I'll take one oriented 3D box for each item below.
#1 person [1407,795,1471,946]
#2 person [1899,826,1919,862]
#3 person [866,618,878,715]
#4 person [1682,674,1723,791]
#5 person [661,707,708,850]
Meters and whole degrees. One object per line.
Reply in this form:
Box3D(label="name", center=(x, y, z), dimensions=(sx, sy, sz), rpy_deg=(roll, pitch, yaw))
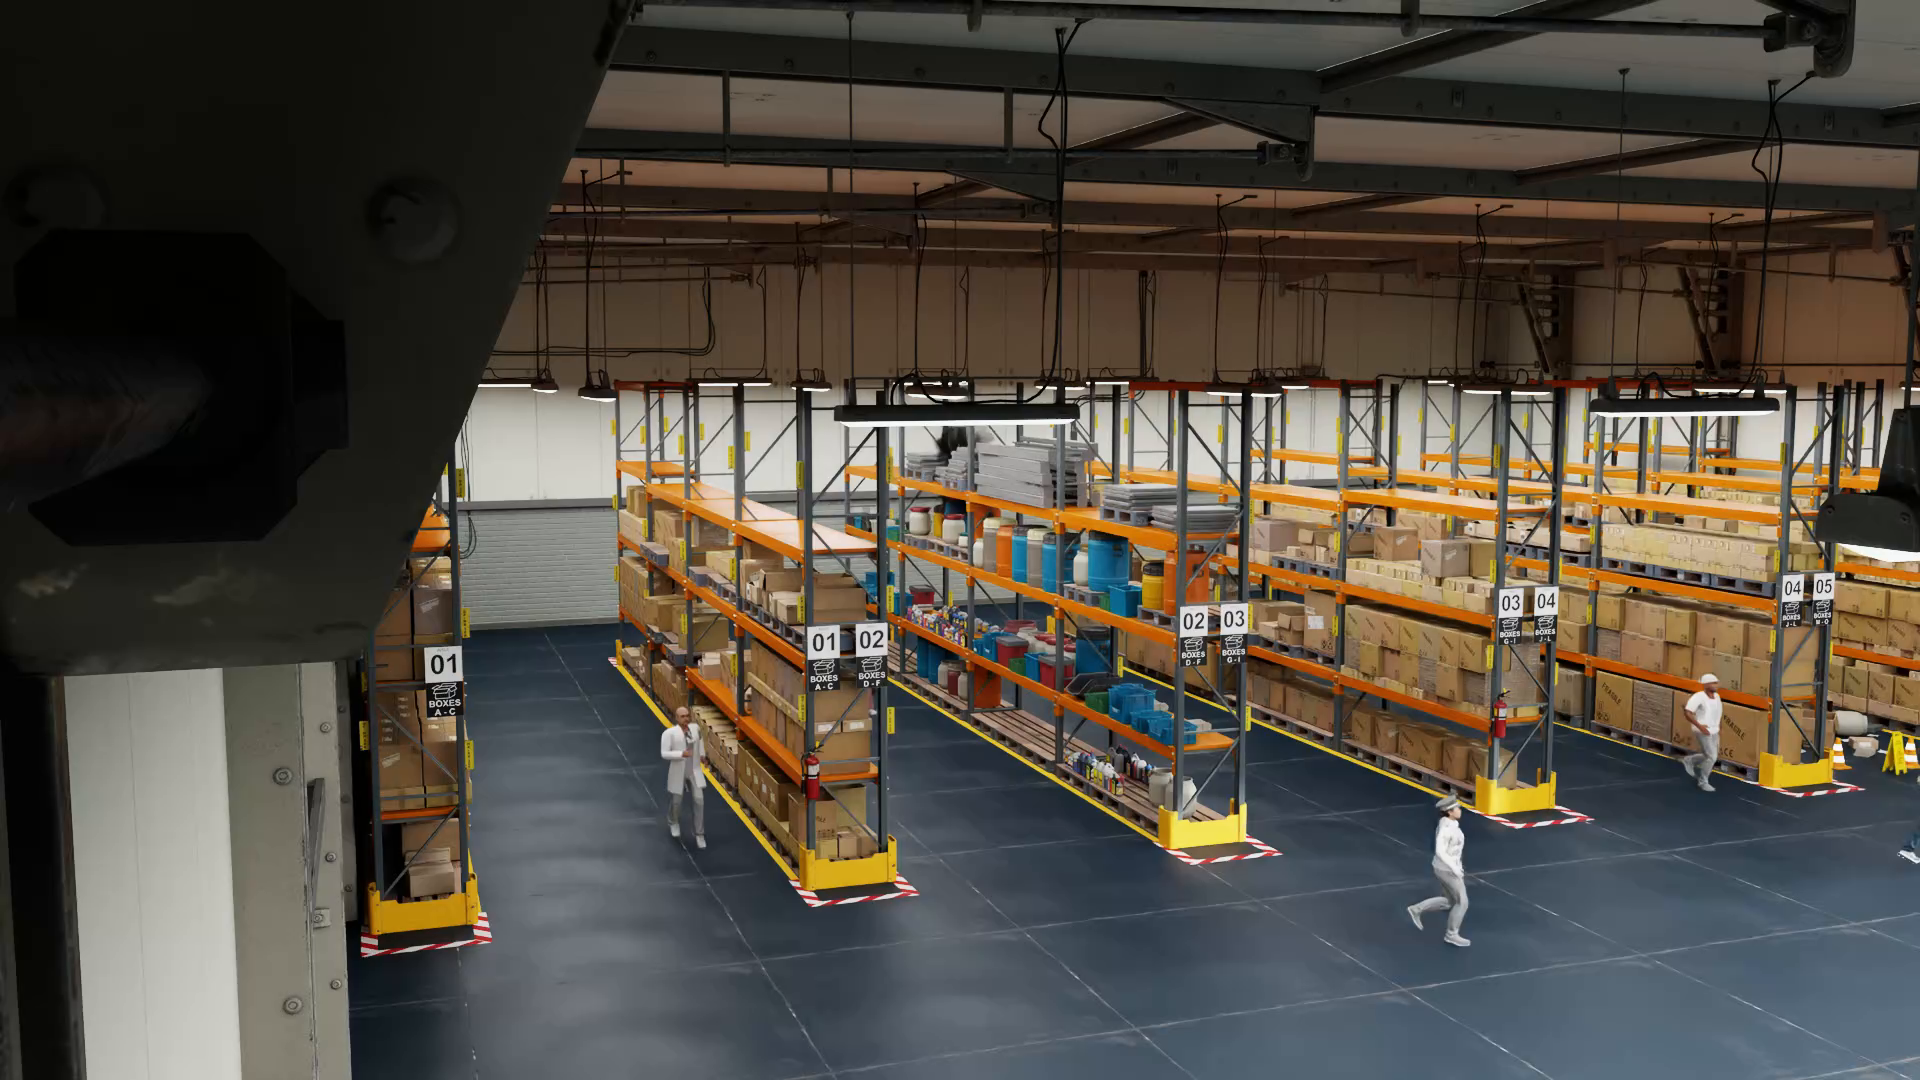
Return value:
Box3D(label="person", center=(5.269, 3.597, 18.196), dimensions=(0.660, 1.663, 0.642), rpy_deg=(1, 6, 12))
Box3D(label="person", center=(12.215, 3.331, 20.801), dimensions=(0.738, 1.641, 0.511), rpy_deg=(2, 6, 17))
Box3D(label="person", center=(-1.615, 2.175, 28.829), dimensions=(0.589, 1.646, 0.736), rpy_deg=(-3, 7, -28))
Box3D(label="person", center=(11.144, 2.855, 24.943), dimensions=(0.730, 1.734, 0.626), rpy_deg=(-4, 7, -31))
Box3D(label="person", center=(-3.645, 3.110, 21.992), dimensions=(0.678, 1.827, 0.924), rpy_deg=(-3, 7, -28))
